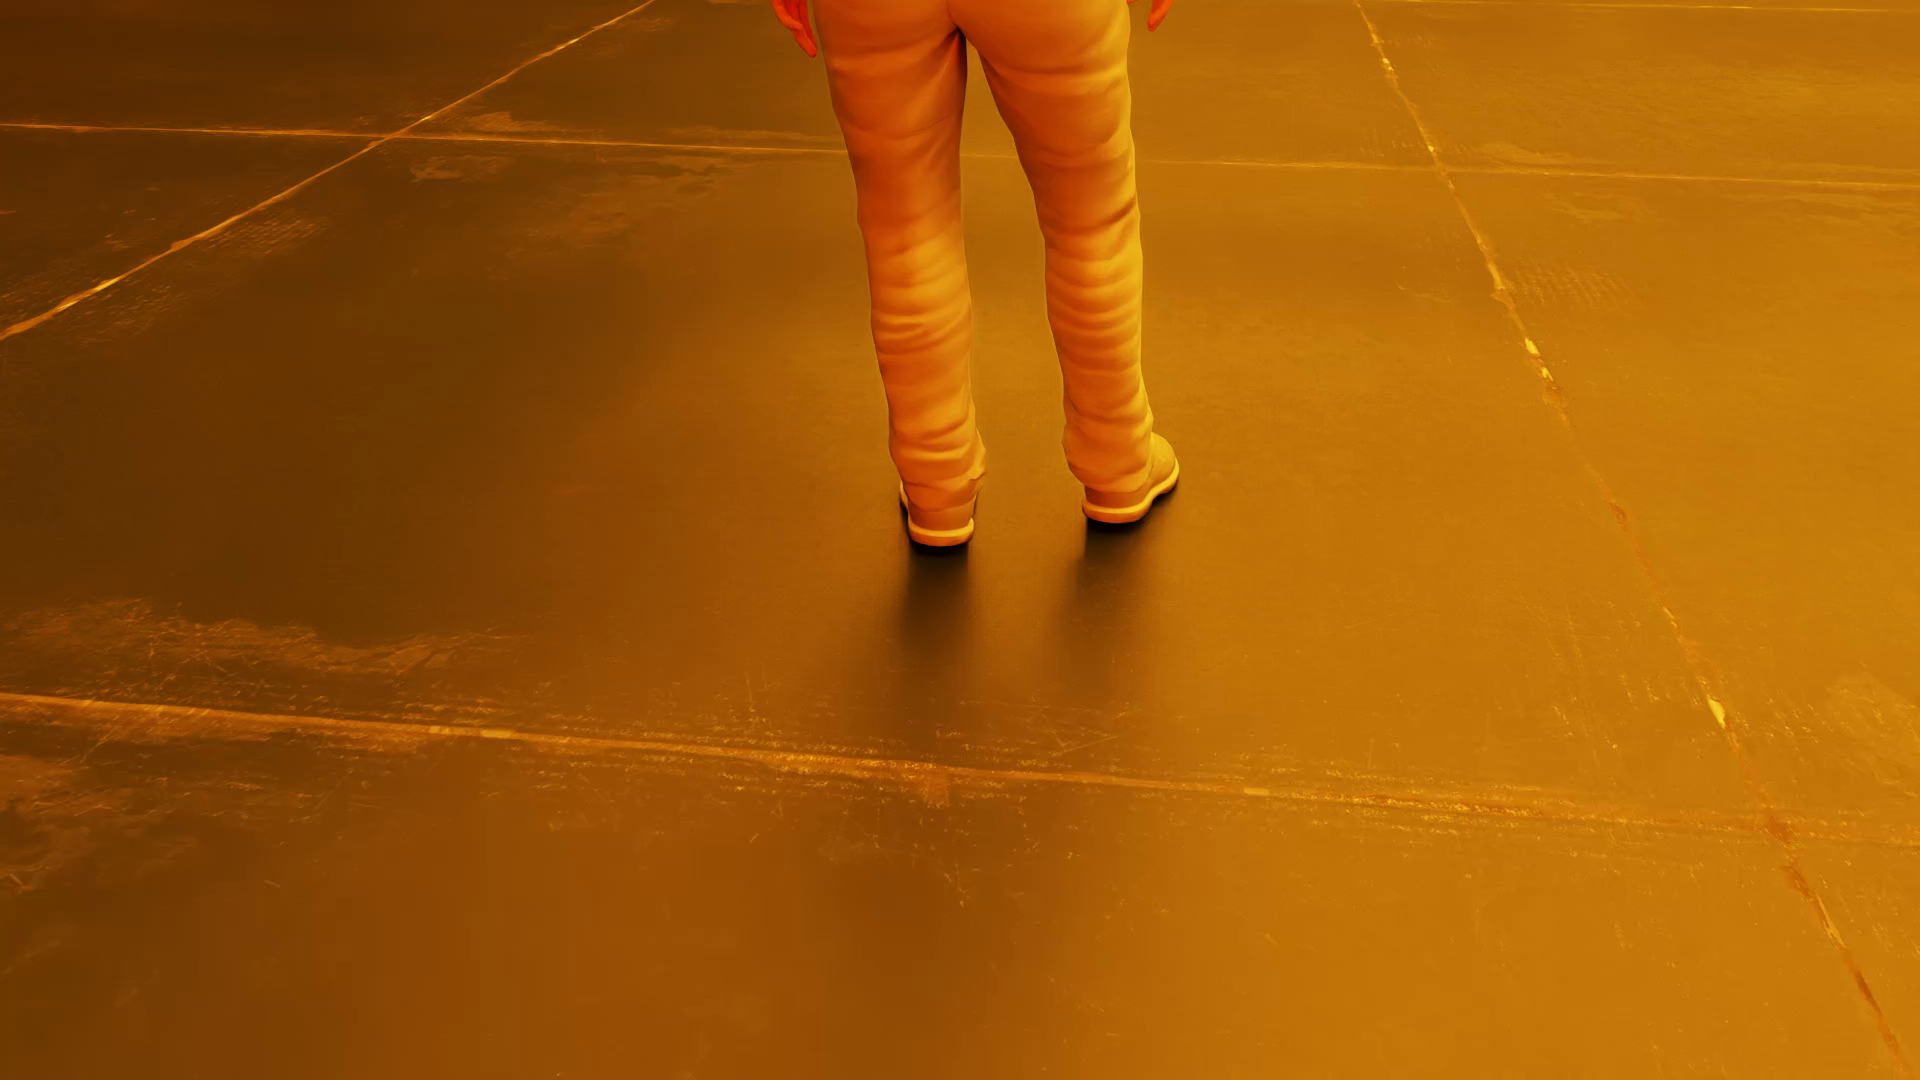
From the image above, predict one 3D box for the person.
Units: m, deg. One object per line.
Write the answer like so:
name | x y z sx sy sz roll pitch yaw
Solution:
person | 0.033 -0.784 2.190 0.598 1.670 0.529 3 27 7
